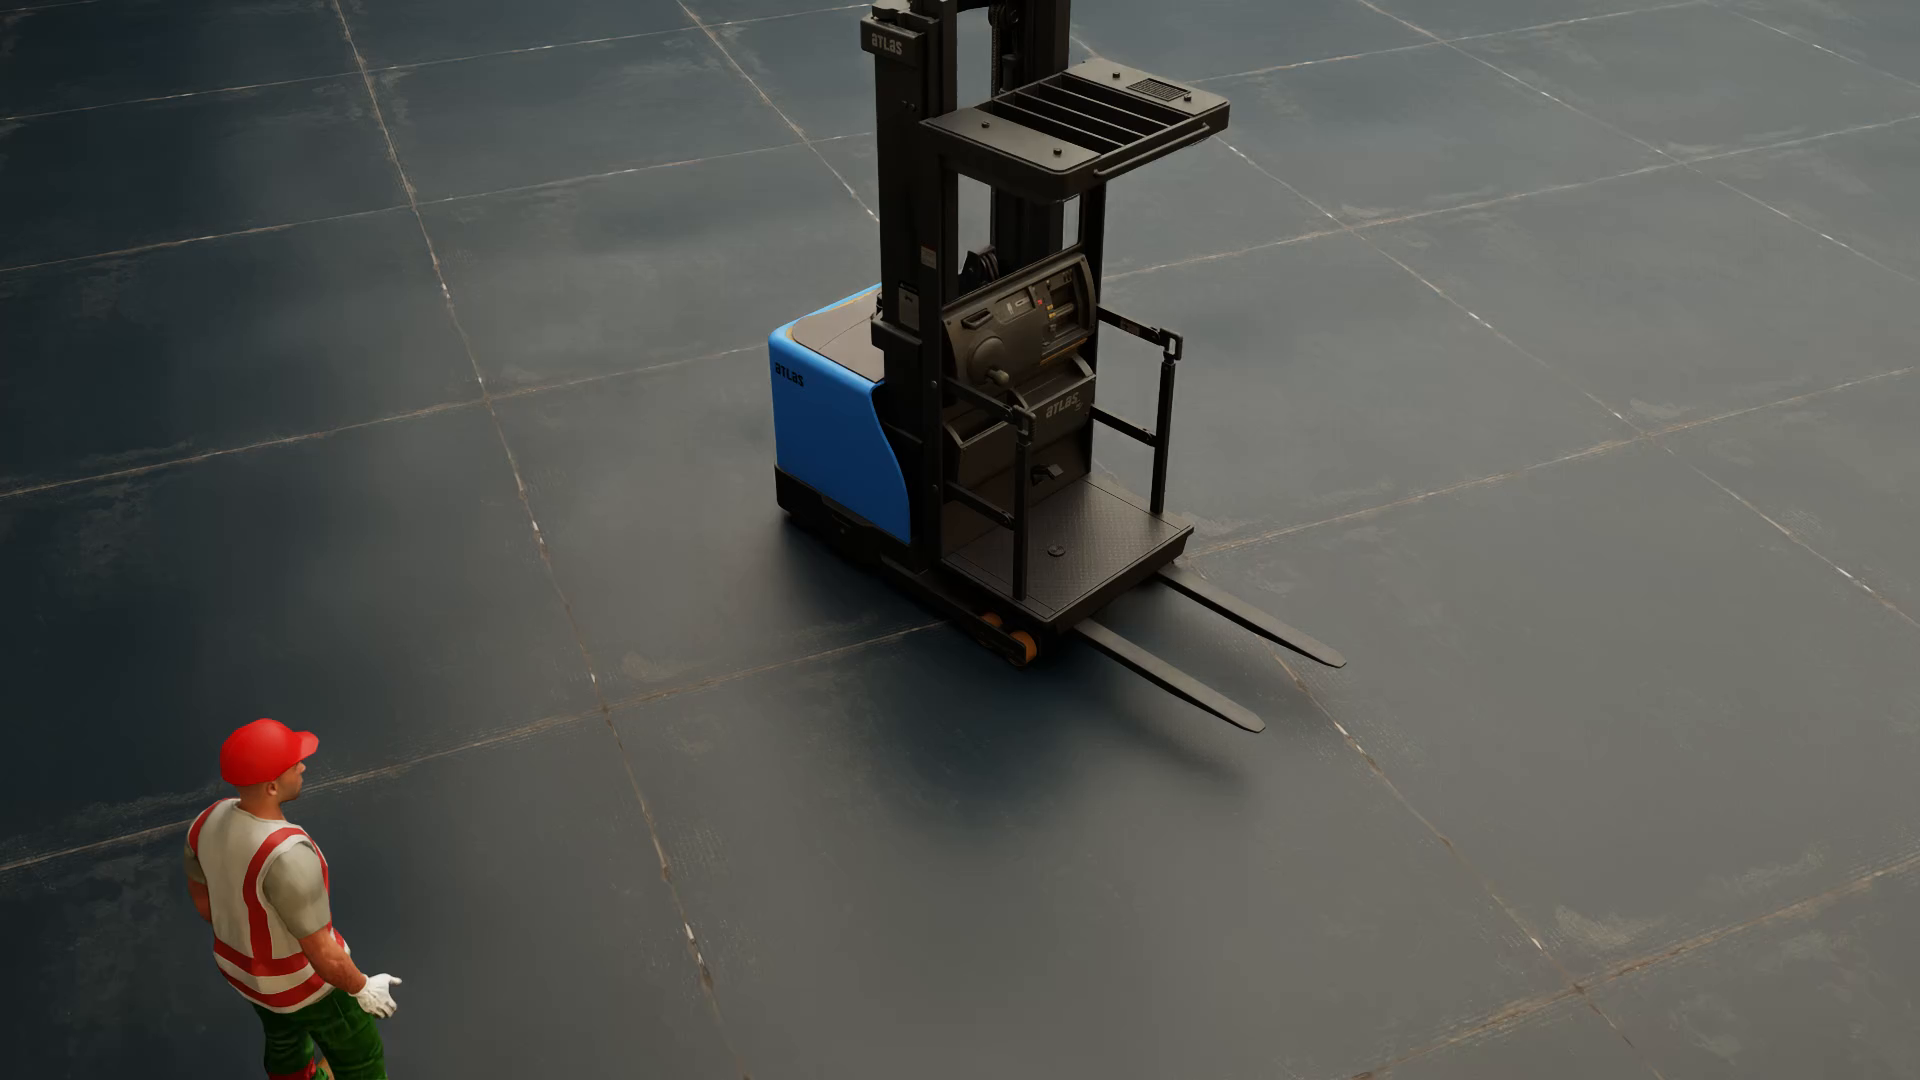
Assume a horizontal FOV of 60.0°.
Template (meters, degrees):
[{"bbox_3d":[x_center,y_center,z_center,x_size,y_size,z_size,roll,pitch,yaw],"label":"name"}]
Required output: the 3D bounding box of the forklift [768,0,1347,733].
[{"bbox_3d":[0.432,-0.946,7.429,3.031,2.935,1.130,30,45,35],"label":"forklift"}]

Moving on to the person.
[{"bbox_3d":[-2.055,1.313,5.247,0.662,1.782,0.466,21,40,27],"label":"person"}]
